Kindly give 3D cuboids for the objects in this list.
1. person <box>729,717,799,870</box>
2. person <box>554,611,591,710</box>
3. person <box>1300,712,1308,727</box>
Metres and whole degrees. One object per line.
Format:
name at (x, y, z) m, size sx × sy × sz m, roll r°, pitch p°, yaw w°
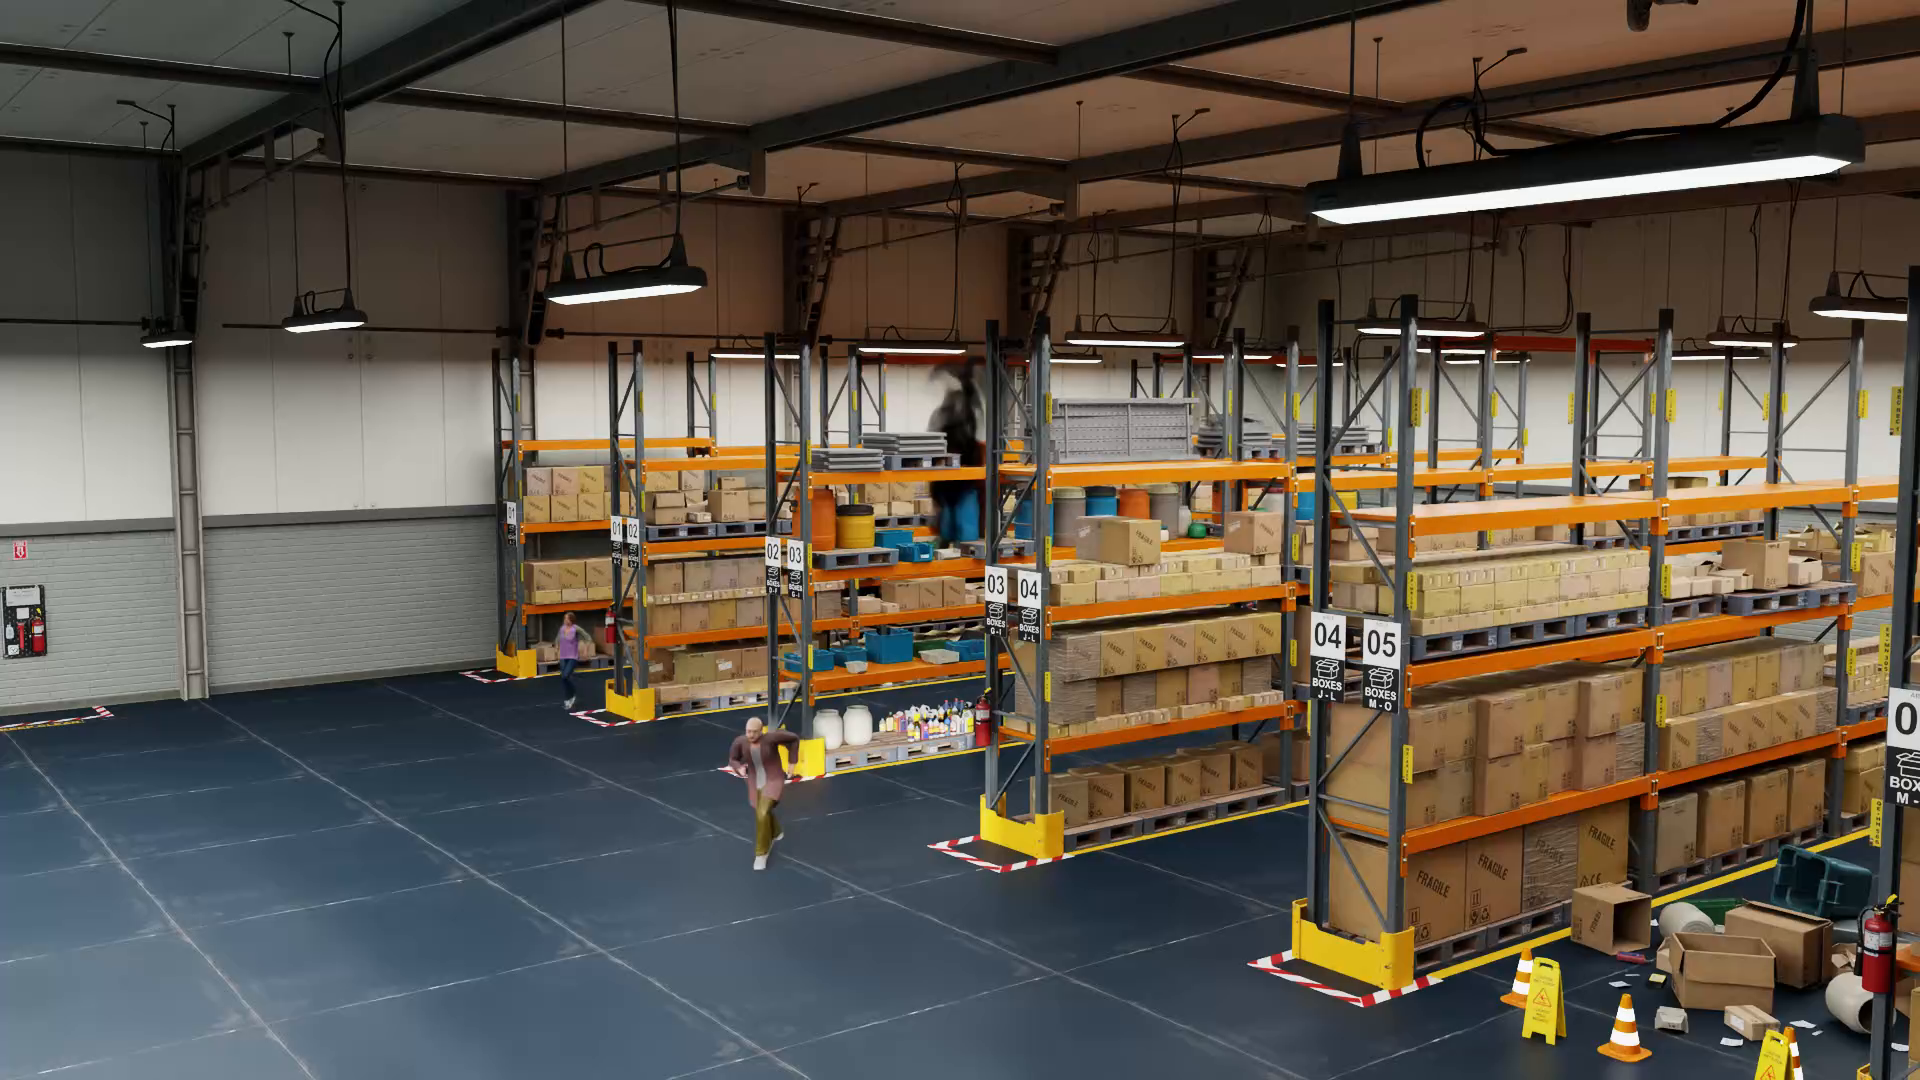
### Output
person at (-2.130, 2.750, 18.352) m, size 0.752 × 1.735 × 1.072 m, roll 1°, pitch 5°, yaw 12°
person at (-6.401, 1.987, 27.362) m, size 0.588 × 1.642 × 0.612 m, roll 2°, pitch 5°, yaw 23°
person at (5.325, 2.138, 25.199) m, size 0.758 × 1.628 × 0.588 m, roll -5°, pitch 7°, yaw -44°
